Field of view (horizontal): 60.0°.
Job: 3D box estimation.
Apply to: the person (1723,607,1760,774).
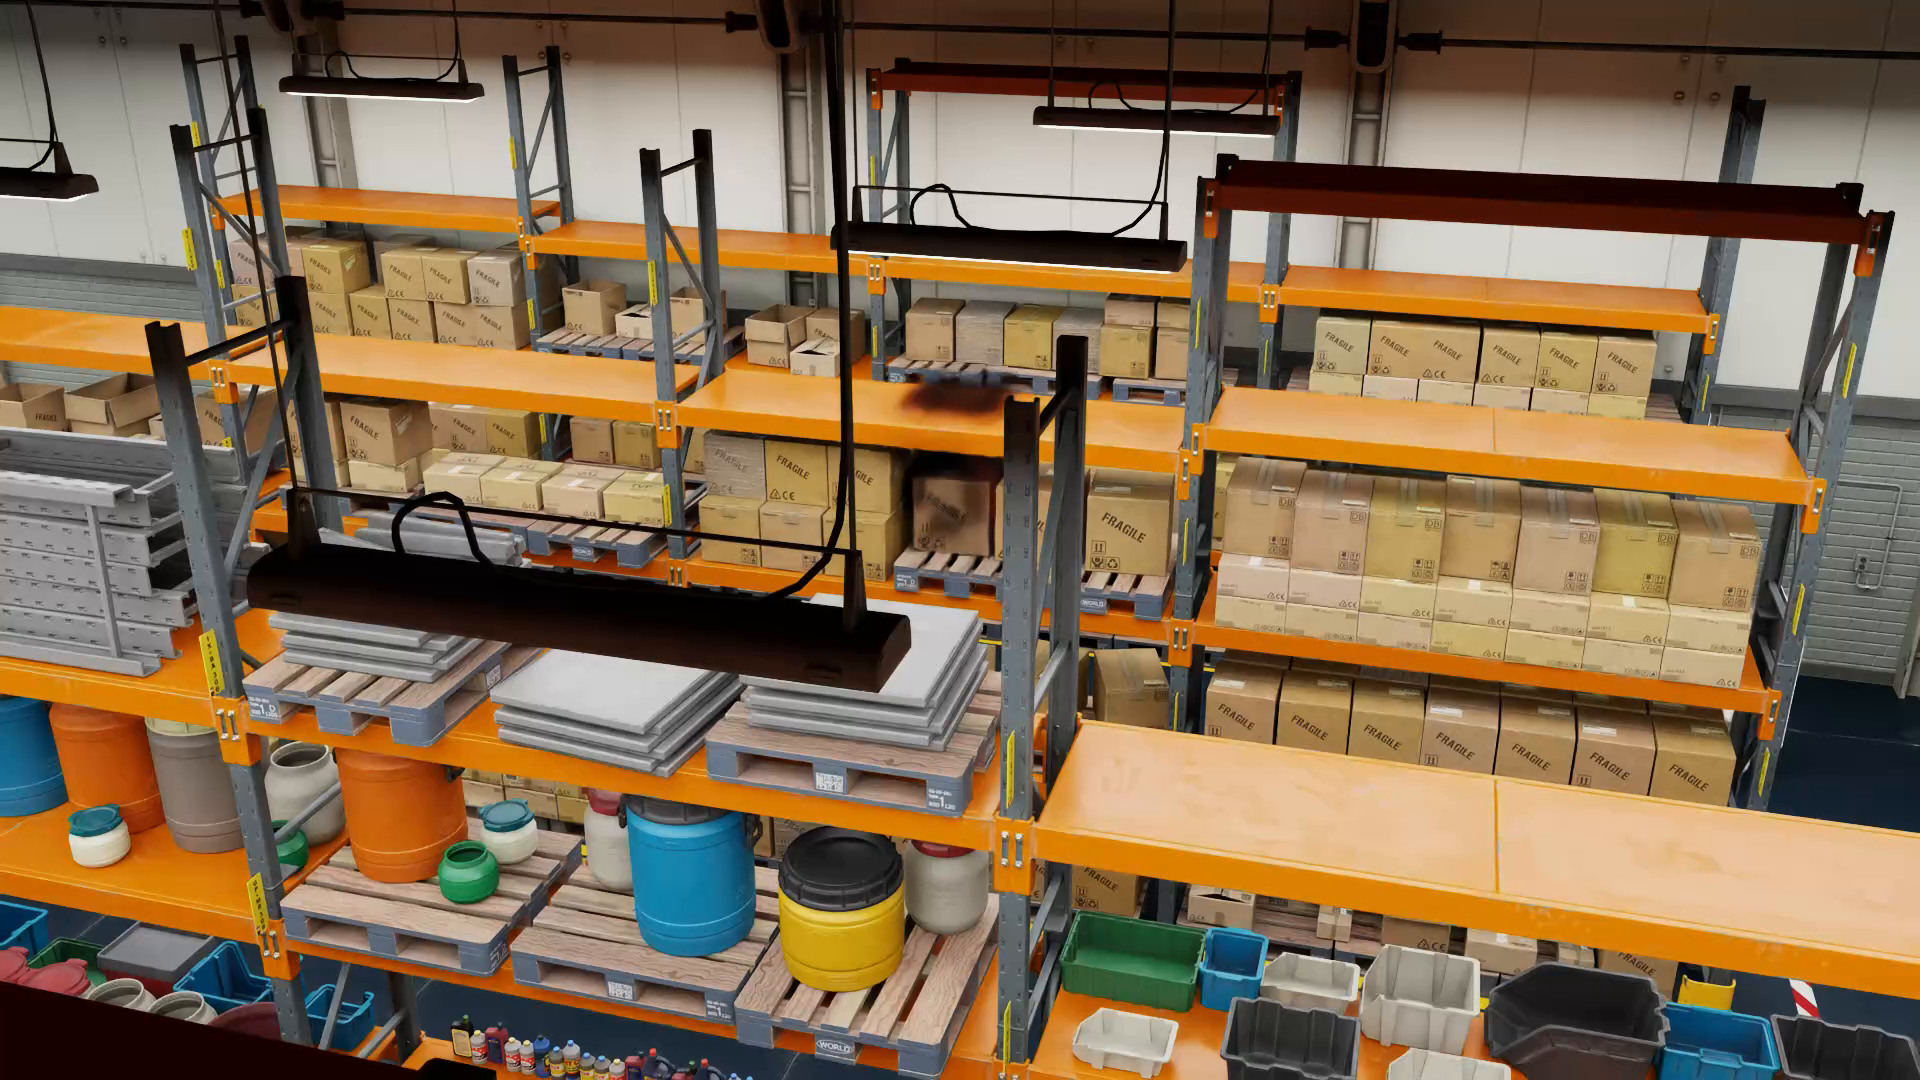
[{"bbox_3d":[7.012,1.390,15.182,0.992,1.735,0.648,-11,25,-25],"label":"person"}]
